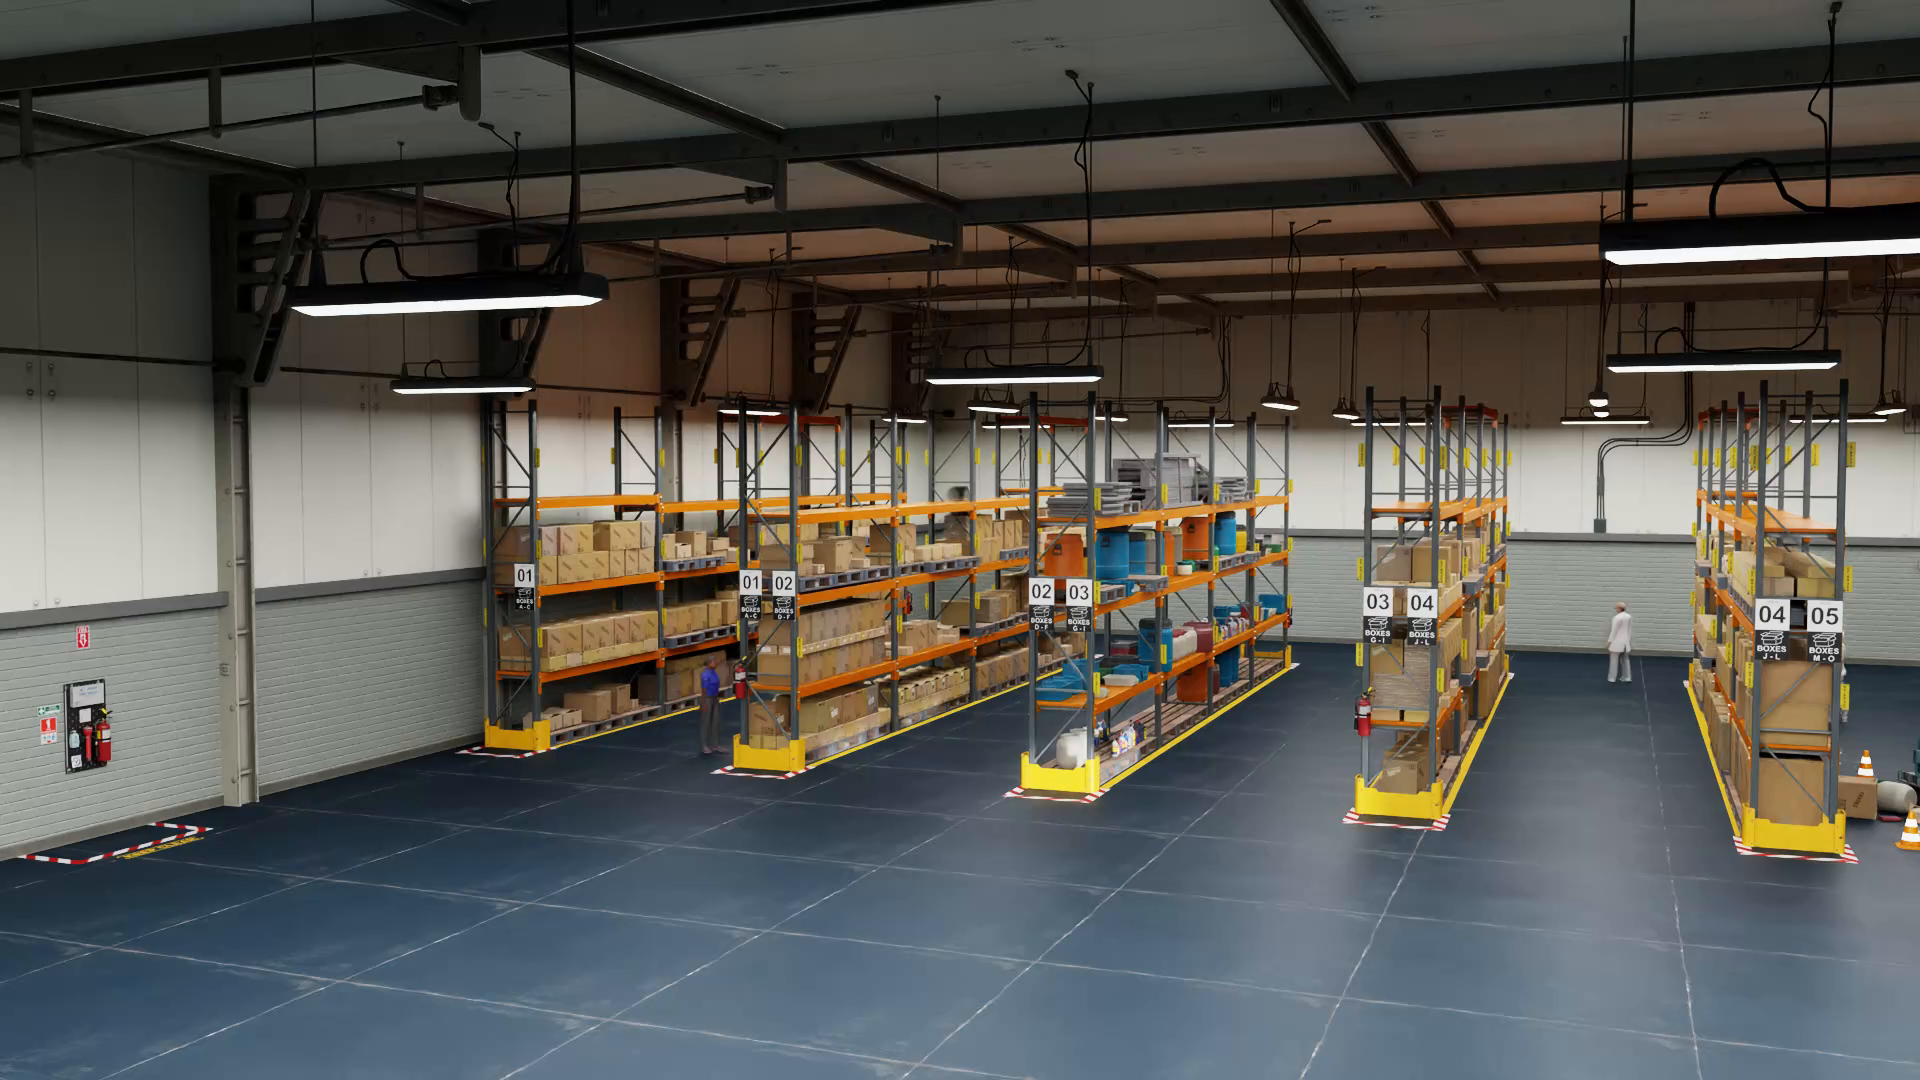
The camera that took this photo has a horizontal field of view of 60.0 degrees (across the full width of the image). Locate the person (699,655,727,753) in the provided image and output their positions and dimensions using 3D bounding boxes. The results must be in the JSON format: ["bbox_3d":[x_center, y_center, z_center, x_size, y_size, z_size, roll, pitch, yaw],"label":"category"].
[{"bbox_3d":[-4.217,2.783,28.194,0.407,1.677,0.469,1,3,24],"label":"person"}]

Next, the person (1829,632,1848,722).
[{"bbox_3d":[16.559,2.563,31.473,0.592,1.791,0.453,-3,4,-43],"label":"person"}]

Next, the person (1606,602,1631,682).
[{"bbox_3d":[14.694,2.279,37.147,0.622,1.792,0.423,-2,3,-32],"label":"person"}]

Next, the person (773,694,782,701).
[{"bbox_3d":[-3.398,2.567,31.888,0.394,1.839,0.579,2,3,32],"label":"person"}]
